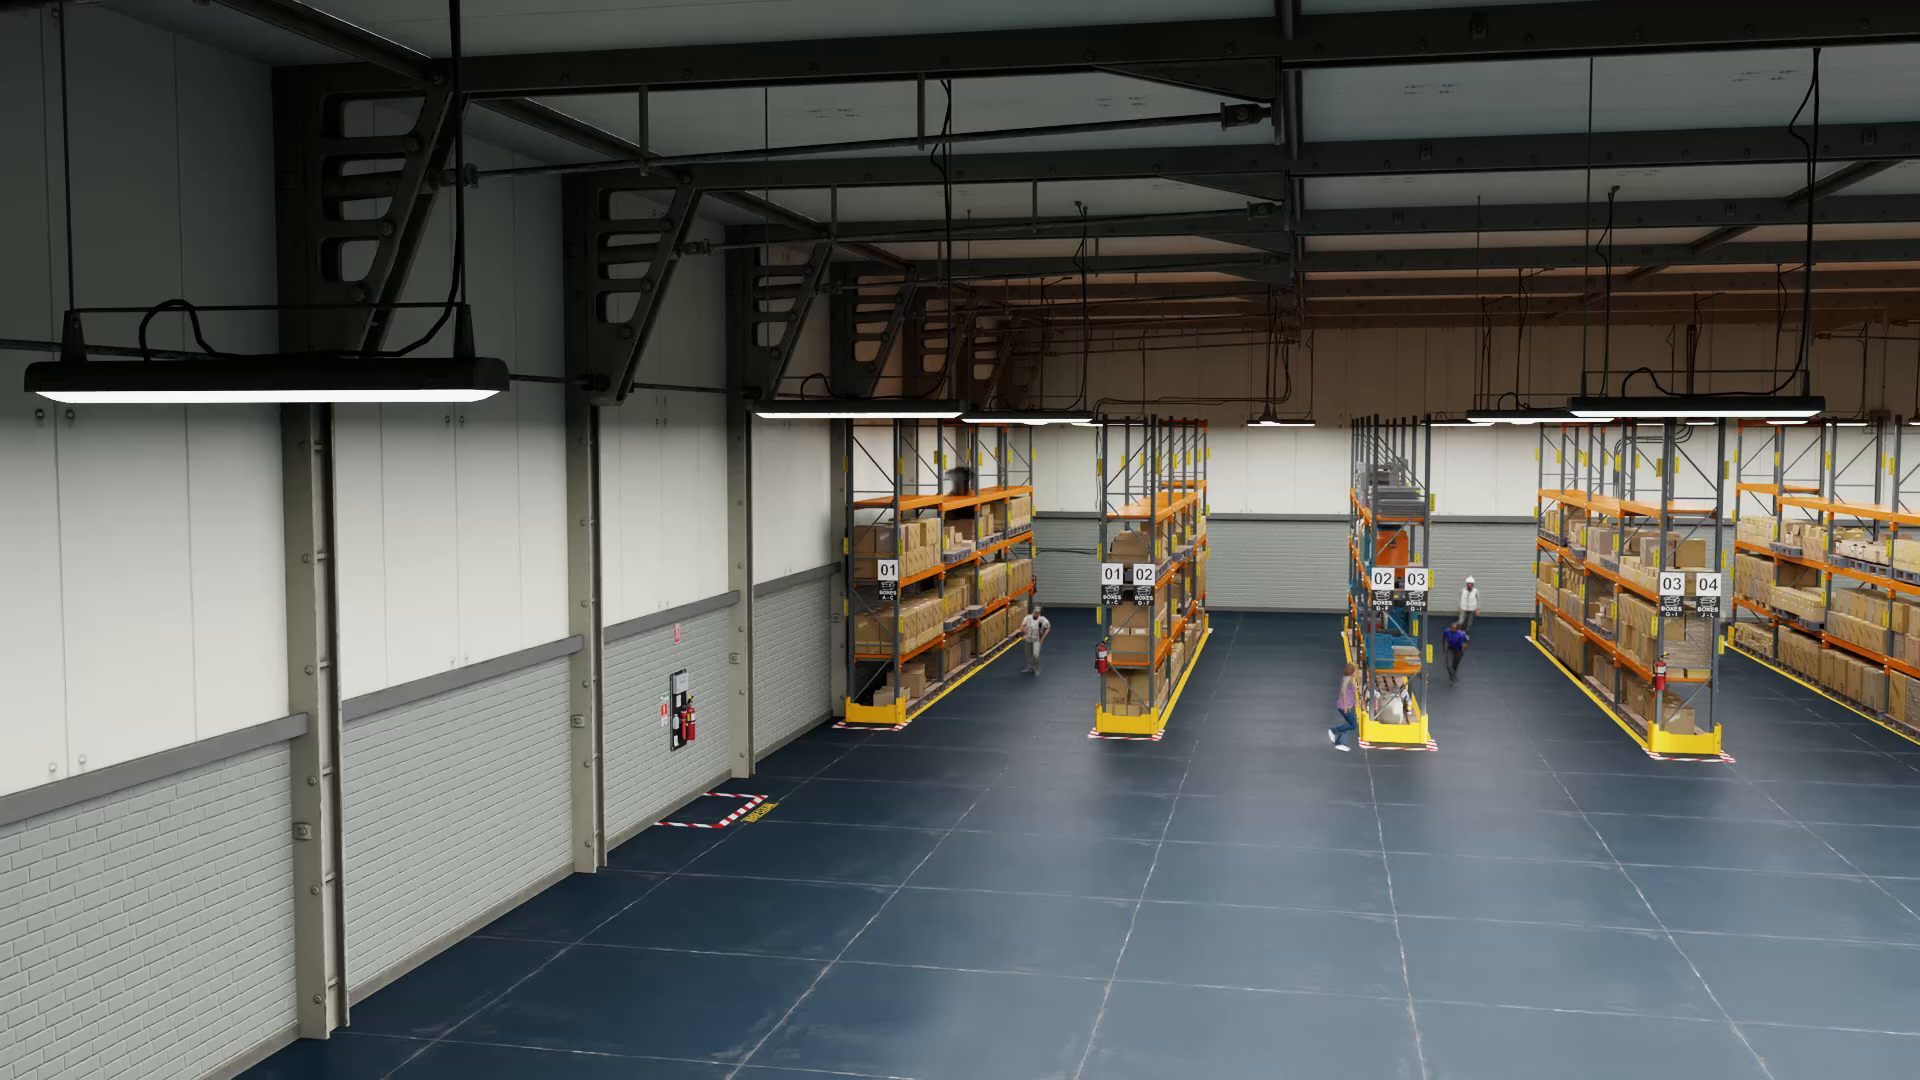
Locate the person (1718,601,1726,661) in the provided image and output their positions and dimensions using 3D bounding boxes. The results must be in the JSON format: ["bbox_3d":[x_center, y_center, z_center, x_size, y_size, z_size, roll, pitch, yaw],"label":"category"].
[{"bbox_3d":[18.009,2.229,39.790,0.538,1.609,0.891,2,4,30],"label":"person"}]

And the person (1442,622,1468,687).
[{"bbox_3d":[11.082,2.520,37.221,0.563,1.477,1.036,1,4,20],"label":"person"}]

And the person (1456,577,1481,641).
[{"bbox_3d":[13.711,1.869,44.819,0.659,1.746,0.556,2,4,23],"label":"person"}]

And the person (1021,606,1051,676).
[{"bbox_3d":[1.733,2.346,38.839,0.750,1.667,0.792,2,4,24],"label":"person"}]

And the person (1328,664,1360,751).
[{"bbox_3d":[6.844,2.984,29.655,0.531,1.550,0.554,1,4,18],"label":"person"}]
